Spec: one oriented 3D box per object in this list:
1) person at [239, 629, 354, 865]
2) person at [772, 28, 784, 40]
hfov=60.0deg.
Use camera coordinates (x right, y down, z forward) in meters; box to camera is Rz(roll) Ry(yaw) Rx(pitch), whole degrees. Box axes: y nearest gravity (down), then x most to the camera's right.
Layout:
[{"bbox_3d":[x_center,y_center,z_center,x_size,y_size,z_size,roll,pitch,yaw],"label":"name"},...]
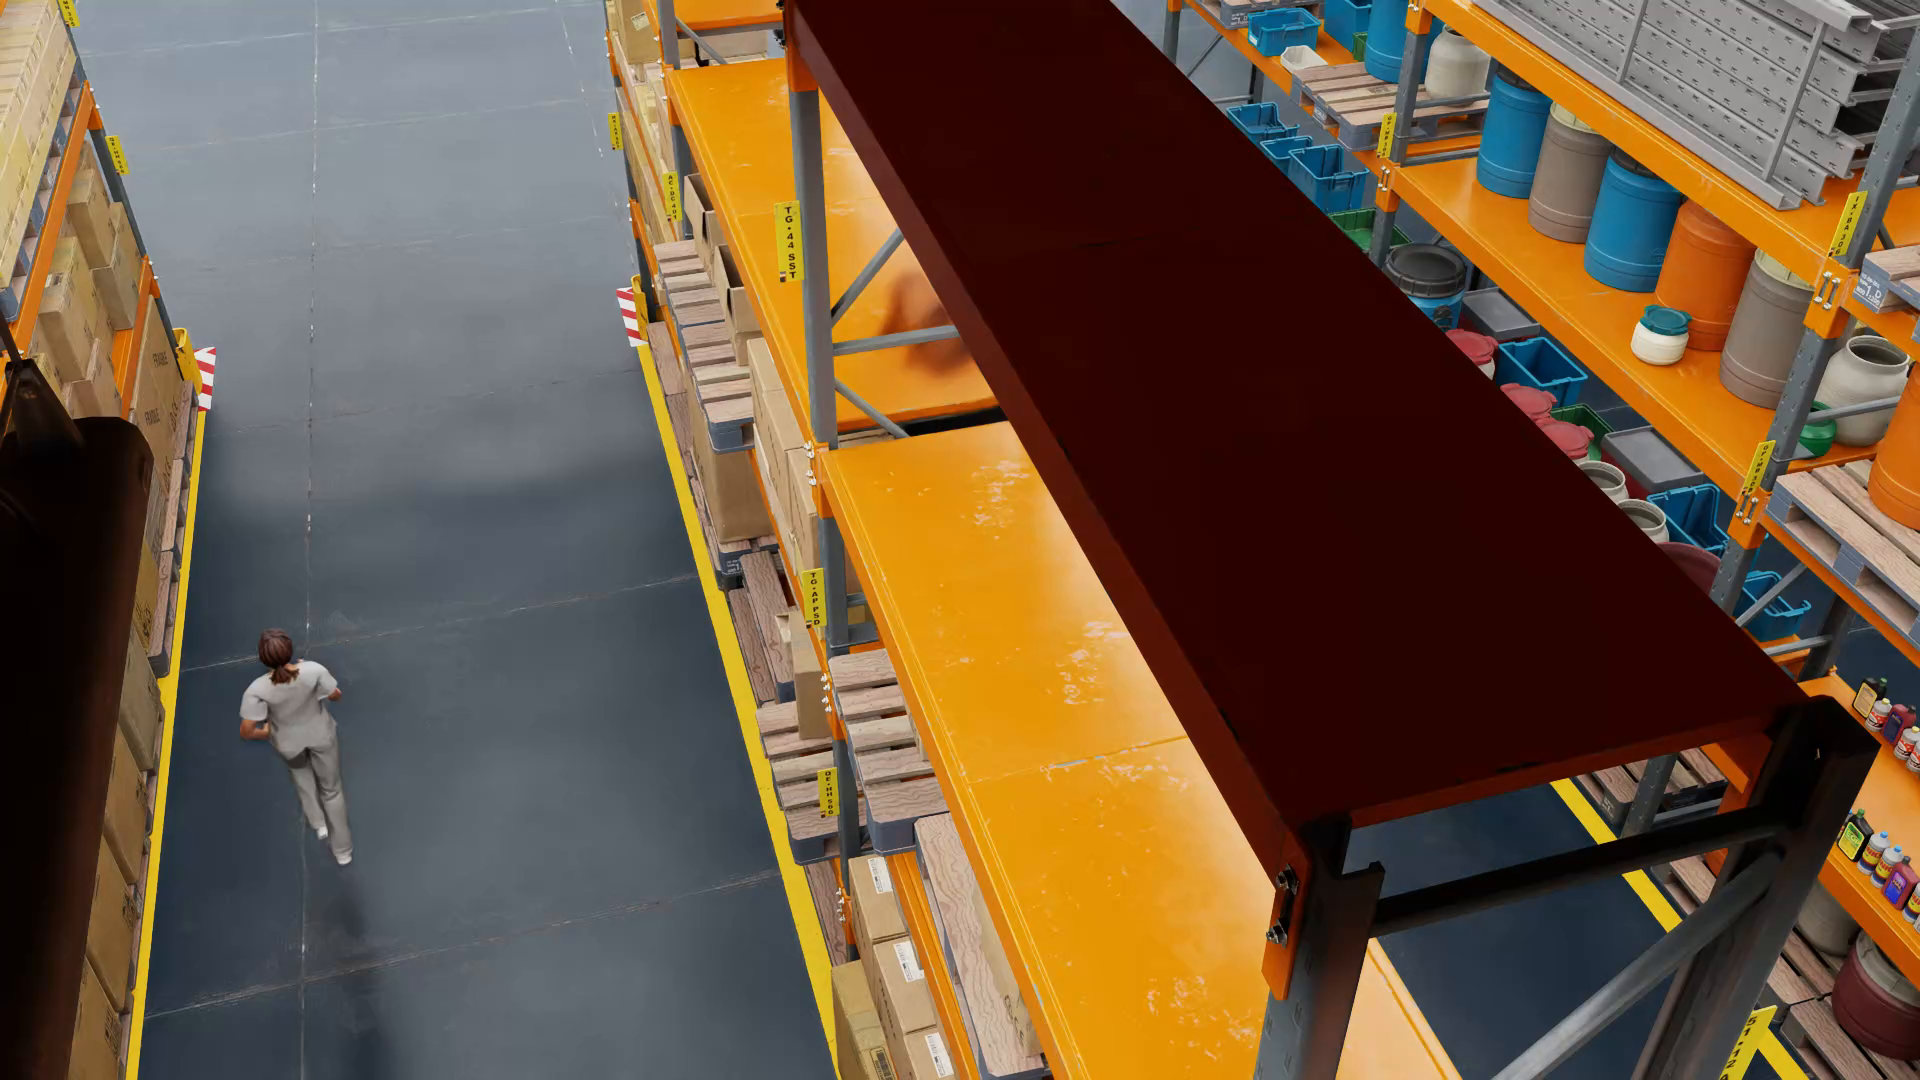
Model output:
[{"bbox_3d":[-3.791,1.151,9.600,0.546,1.731,0.634,-14,41,-17],"label":"person"},{"bbox_3d":[-1.984,-6.409,19.521,0.598,1.723,0.654,6,39,7],"label":"person"}]
